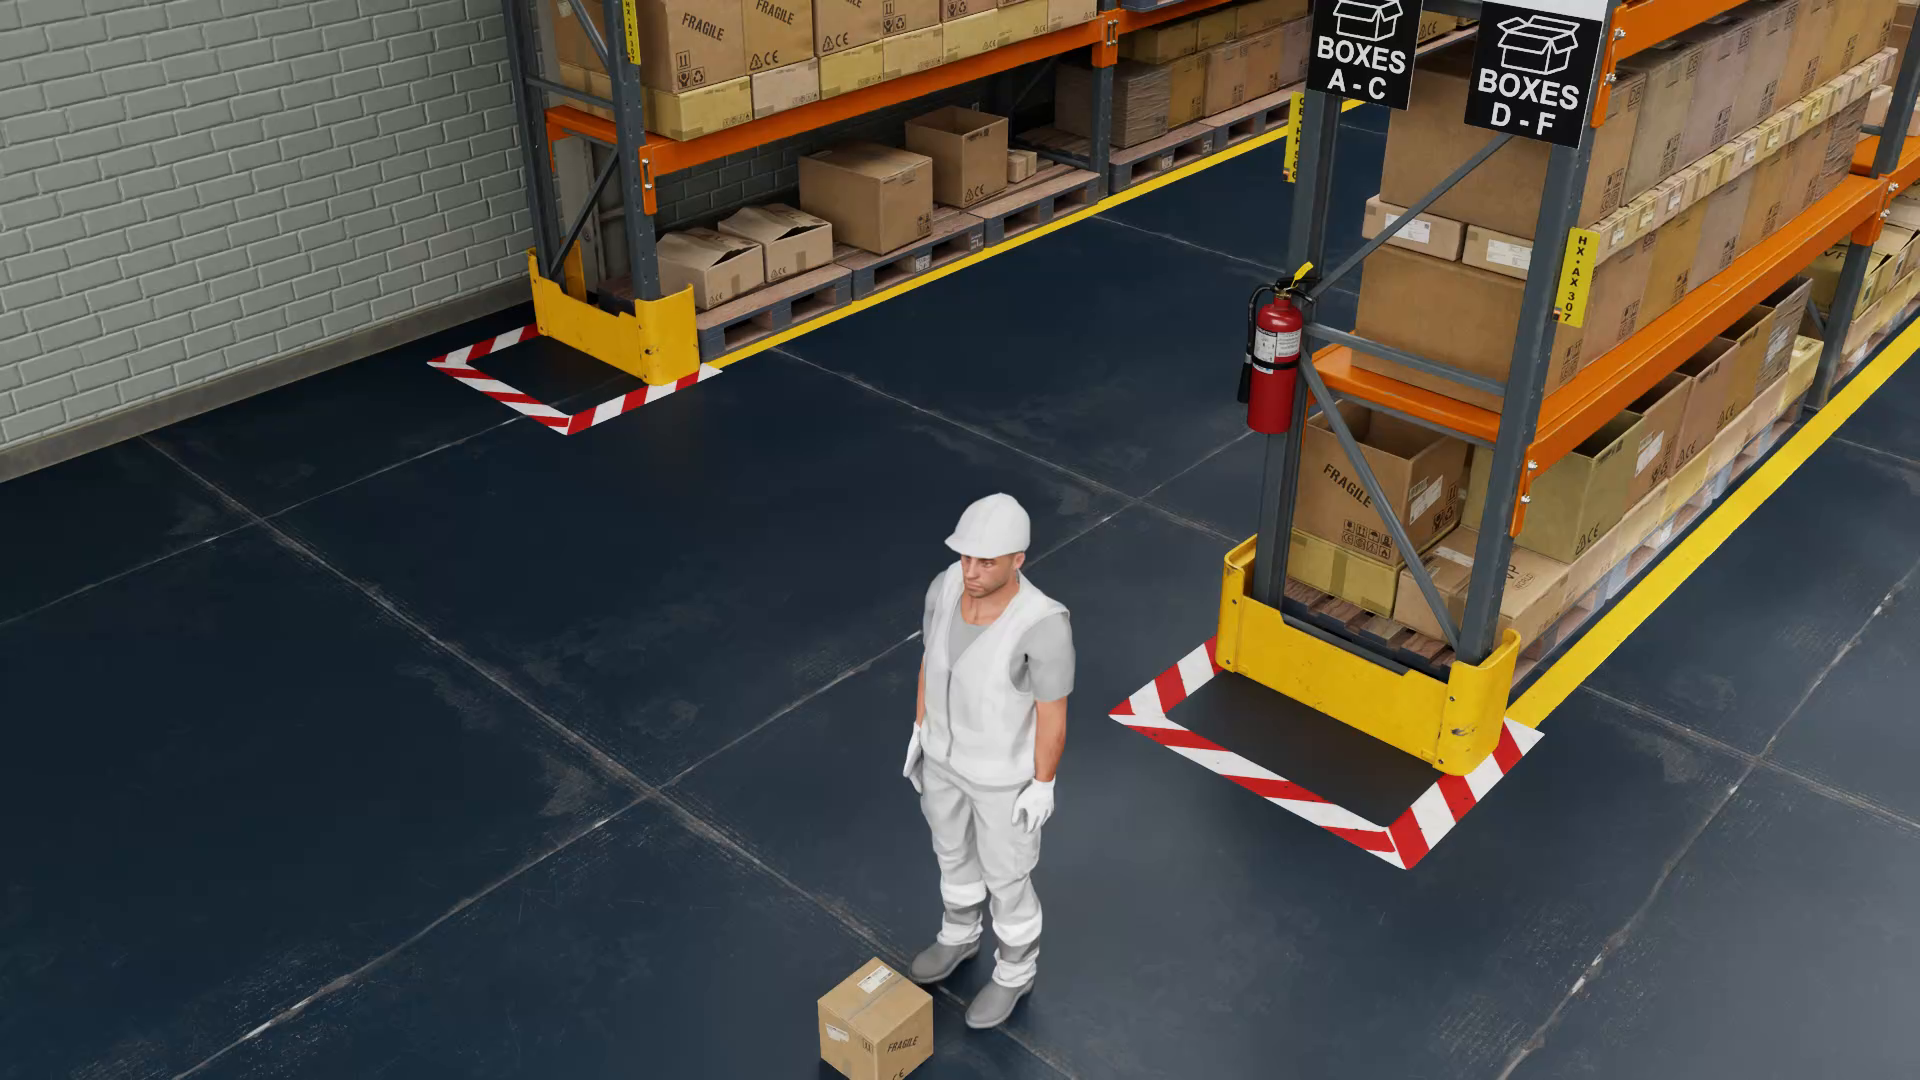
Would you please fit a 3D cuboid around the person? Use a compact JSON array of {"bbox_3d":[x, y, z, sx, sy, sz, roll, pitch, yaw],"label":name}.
[{"bbox_3d":[0.064,0.668,4.996,0.526,1.793,0.374,26,40,36],"label":"person"}]
